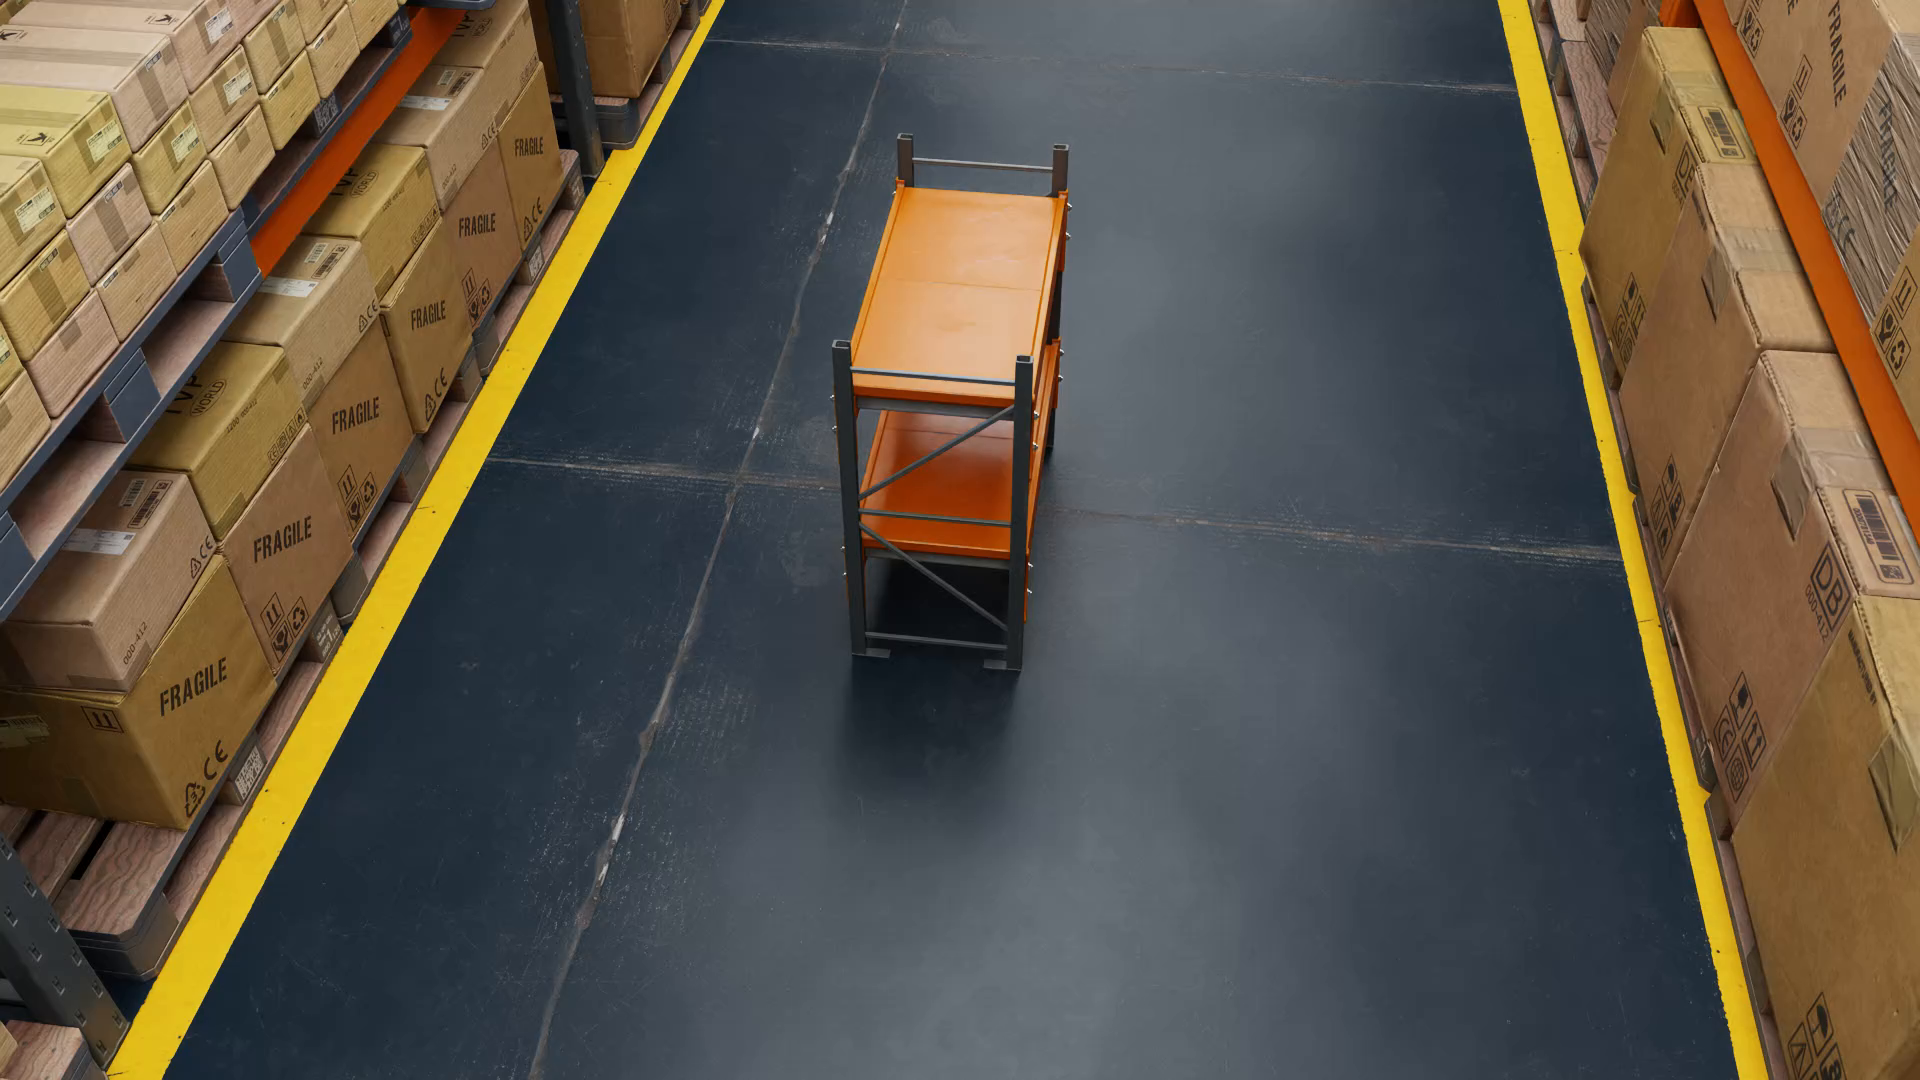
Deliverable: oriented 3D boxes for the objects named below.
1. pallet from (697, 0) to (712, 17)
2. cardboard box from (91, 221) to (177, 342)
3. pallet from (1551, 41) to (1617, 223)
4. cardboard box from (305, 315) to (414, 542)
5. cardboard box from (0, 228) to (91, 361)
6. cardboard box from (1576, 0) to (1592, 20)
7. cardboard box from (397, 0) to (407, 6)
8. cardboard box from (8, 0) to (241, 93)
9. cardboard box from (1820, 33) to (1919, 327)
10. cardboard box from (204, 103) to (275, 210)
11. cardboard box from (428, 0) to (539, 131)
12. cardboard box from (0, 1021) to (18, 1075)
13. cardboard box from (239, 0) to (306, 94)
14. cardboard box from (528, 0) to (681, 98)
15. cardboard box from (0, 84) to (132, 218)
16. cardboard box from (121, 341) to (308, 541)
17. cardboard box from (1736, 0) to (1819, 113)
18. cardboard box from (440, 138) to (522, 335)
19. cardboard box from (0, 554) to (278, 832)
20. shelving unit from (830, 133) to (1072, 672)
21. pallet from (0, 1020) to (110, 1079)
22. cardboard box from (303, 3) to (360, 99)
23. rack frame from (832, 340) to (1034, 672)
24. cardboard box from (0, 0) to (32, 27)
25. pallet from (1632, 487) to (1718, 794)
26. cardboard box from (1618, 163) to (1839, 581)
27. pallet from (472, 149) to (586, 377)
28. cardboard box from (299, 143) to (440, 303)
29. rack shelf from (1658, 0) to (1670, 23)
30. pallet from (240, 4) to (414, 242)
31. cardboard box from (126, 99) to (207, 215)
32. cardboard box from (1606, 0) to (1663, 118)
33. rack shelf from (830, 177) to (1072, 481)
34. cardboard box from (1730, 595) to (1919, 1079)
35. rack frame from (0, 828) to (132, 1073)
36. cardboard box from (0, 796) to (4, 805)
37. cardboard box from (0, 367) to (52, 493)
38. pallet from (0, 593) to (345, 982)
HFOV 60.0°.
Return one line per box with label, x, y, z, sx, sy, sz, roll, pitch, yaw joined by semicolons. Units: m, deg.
pallet;-1.629;-2.993;8.257;1.003;0.211;1.213;5;44;6
cardboard box;-1.925;-0.567;3.545;0.380;0.149;0.250;6;44;6
pallet;3.036;-1.646;6.835;1.003;0.211;1.213;5;44;6
cardboard box;-2.016;-0.363;4.965;0.500;0.500;0.500;6;44;6
cardboard box;-1.961;-0.493;3.250;0.380;0.149;0.250;4;44;5
cardboard box;3.129;-2.603;7.315;0.700;0.500;0.500;9;44;9
cardboard box;-1.720;-1.632;4.669;0.380;0.149;0.250;3;44;4
cardboard box;-1.857;-1.133;3.710;0.380;0.149;0.250;5;44;5
cardboard box;2.399;-0.814;3.856;0.500;0.500;0.500;5;44;6
cardboard box;-1.858;-0.912;3.909;0.380;0.149;0.250;3;44;4
cardboard box;-1.803;-1.673;5.803;0.500;0.250;0.500;4;44;5
cardboard box;-2.227;1.098;3.460;0.380;0.149;0.250;6;44;6
cardboard box;-1.824;-1.211;4.008;0.380;0.149;0.250;5;44;5
cardboard box;-1.802;-2.388;6.922;1.050;0.750;0.750;5;44;5
cardboard box;-1.926;-0.789;3.346;0.380;0.149;0.250;6;44;6
cardboard box;-2.073;-0.280;4.331;0.500;0.250;0.500;6;44;7
cardboard box;2.531;-1.504;4.584;0.500;0.500;0.500;4;44;4
cardboard box;-1.872;-1.065;5.706;0.500;0.500;0.500;7;44;7
cardboard box;-2.140;0.356;4.205;0.500;0.500;0.500;7;44;7
shelving unit;-0.001;-0.404;4.858;0.538;1.125;1.048;5;44;6
pallet;-2.555;1.554;3.456;1.003;0.211;1.213;5;44;6
cardboard box;-1.789;-1.270;4.287;0.380;0.149;0.250;3;44;4
rack frame;-0.068;-0.057;4.493;0.500;1.125;0.032;5;44;6
cardboard box;-2.473;-1.277;4.078;0.380;0.149;0.250;5;44;6
pallet;2.588;0.246;4.837;1.003;0.211;1.213;5;44;6
cardboard box;2.694;-0.432;4.765;1.225;0.875;0.875;5;44;6
pallet;-2.077;-1.101;6.259;1.003;0.211;1.213;5;44;6
cardboard box;-1.941;-0.983;5.074;0.500;0.250;0.500;6;44;6
rack shelf;3.195;-3.228;7.001;1.077;0.370;4.000;5;44;6
pallet;-2.193;-1.224;4.500;1.003;0.211;1.213;5;44;6
cardboard box;-1.893;-0.846;3.623;0.380;0.149;0.250;4;44;4
cardboard box;3.000;-1.837;6.506;0.700;0.500;0.500;3;44;3
rack shelf;-0.001;-0.616;4.657;0.538;0.278;1.000;5;44;6
cardboard box;2.467;0.781;3.484;1.225;0.875;0.875;5;44;6
rack frame;-2.501;0.080;2.984;1.000;3.000;0.127;5;44;6
cardboard box;-2.653;0.308;4.256;0.500;0.500;0.500;4;44;5
cardboard box;-1.993;-0.208;3.165;0.380;0.149;0.250;3;44;3
pallet;-2.399;0.562;4.503;1.003;0.211;1.213;5;44;6
